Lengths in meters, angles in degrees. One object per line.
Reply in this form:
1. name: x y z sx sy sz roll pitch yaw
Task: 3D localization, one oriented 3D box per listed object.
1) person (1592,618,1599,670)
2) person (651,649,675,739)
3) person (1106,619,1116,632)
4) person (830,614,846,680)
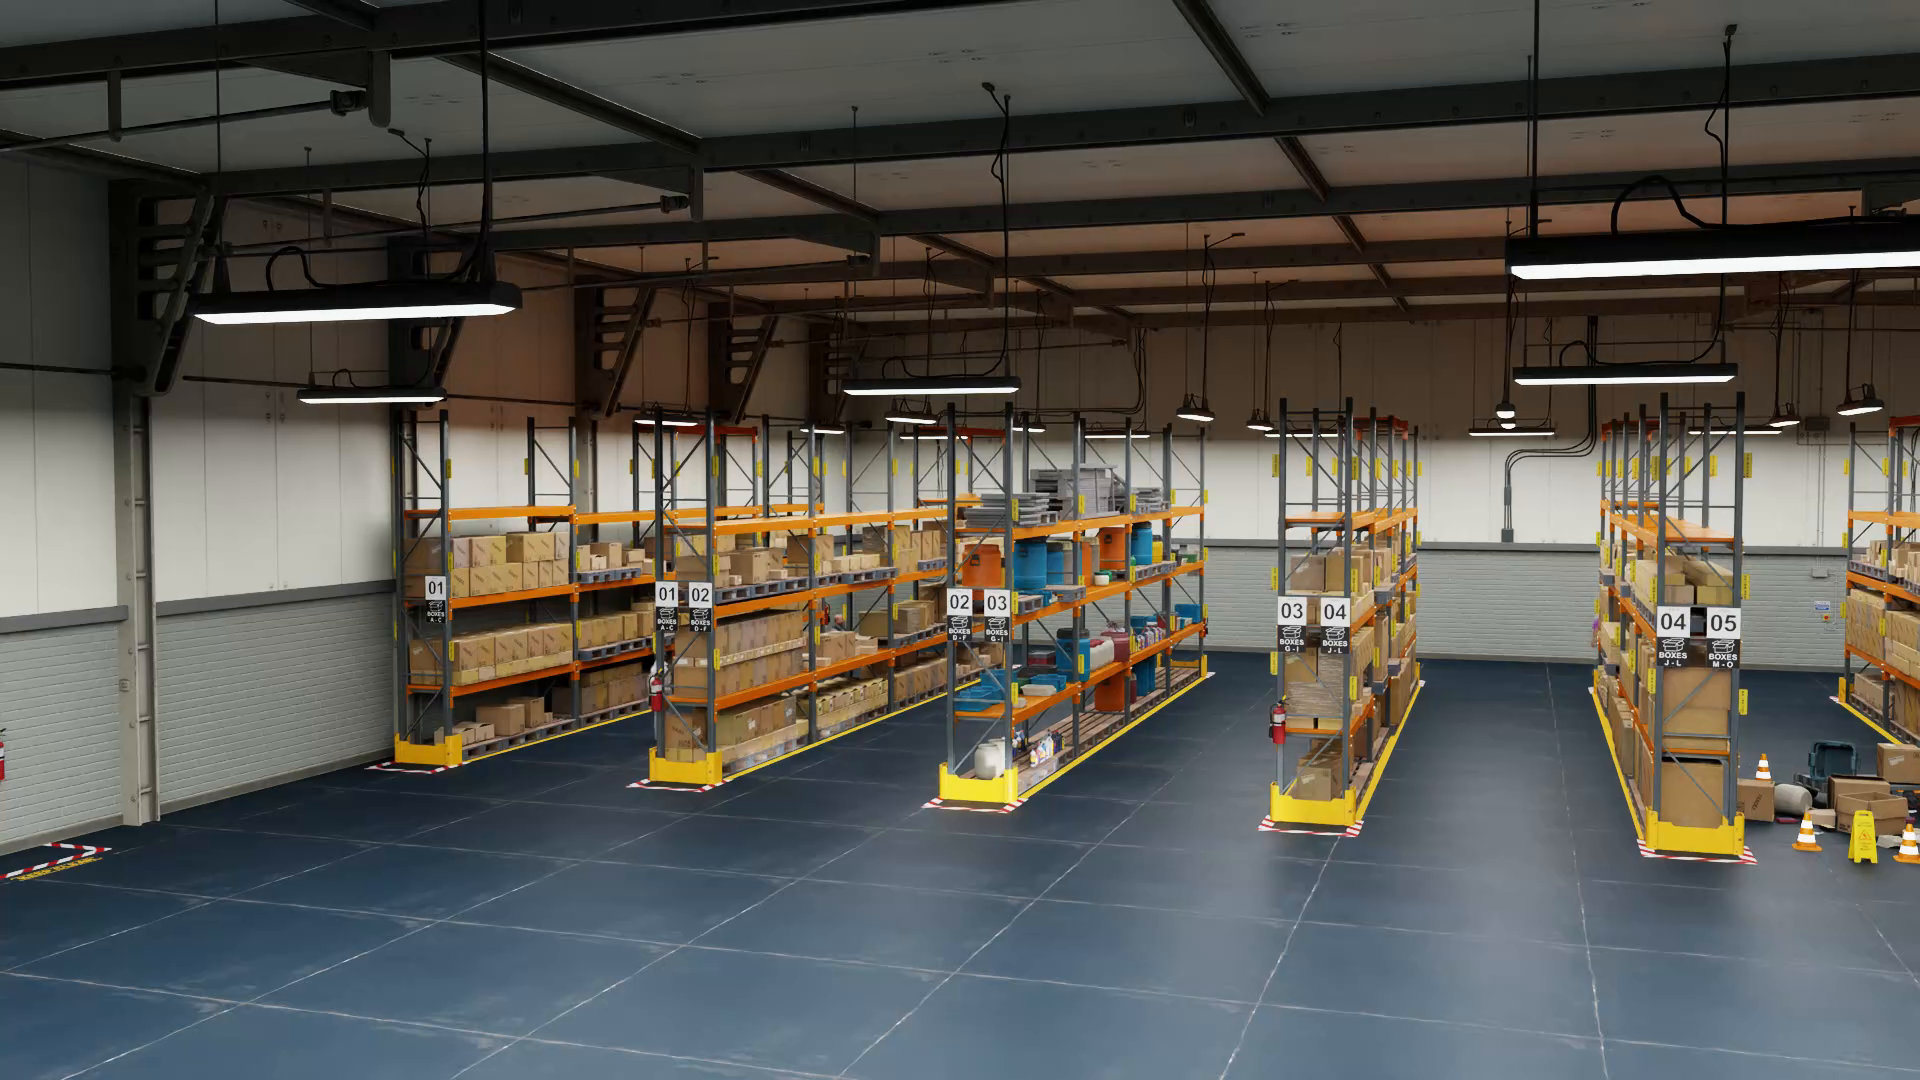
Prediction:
1. person: 15.318 2.427 39.557 0.395 1.772 0.634 -2 3 -37
2. person: -5.483 2.845 30.766 0.449 1.684 0.618 1 3 30
3. person: 3.333 2.590 37.956 0.463 1.597 0.481 -1 3 -18
4. person: -2.723 2.536 37.388 0.361 1.730 0.607 1 3 27
